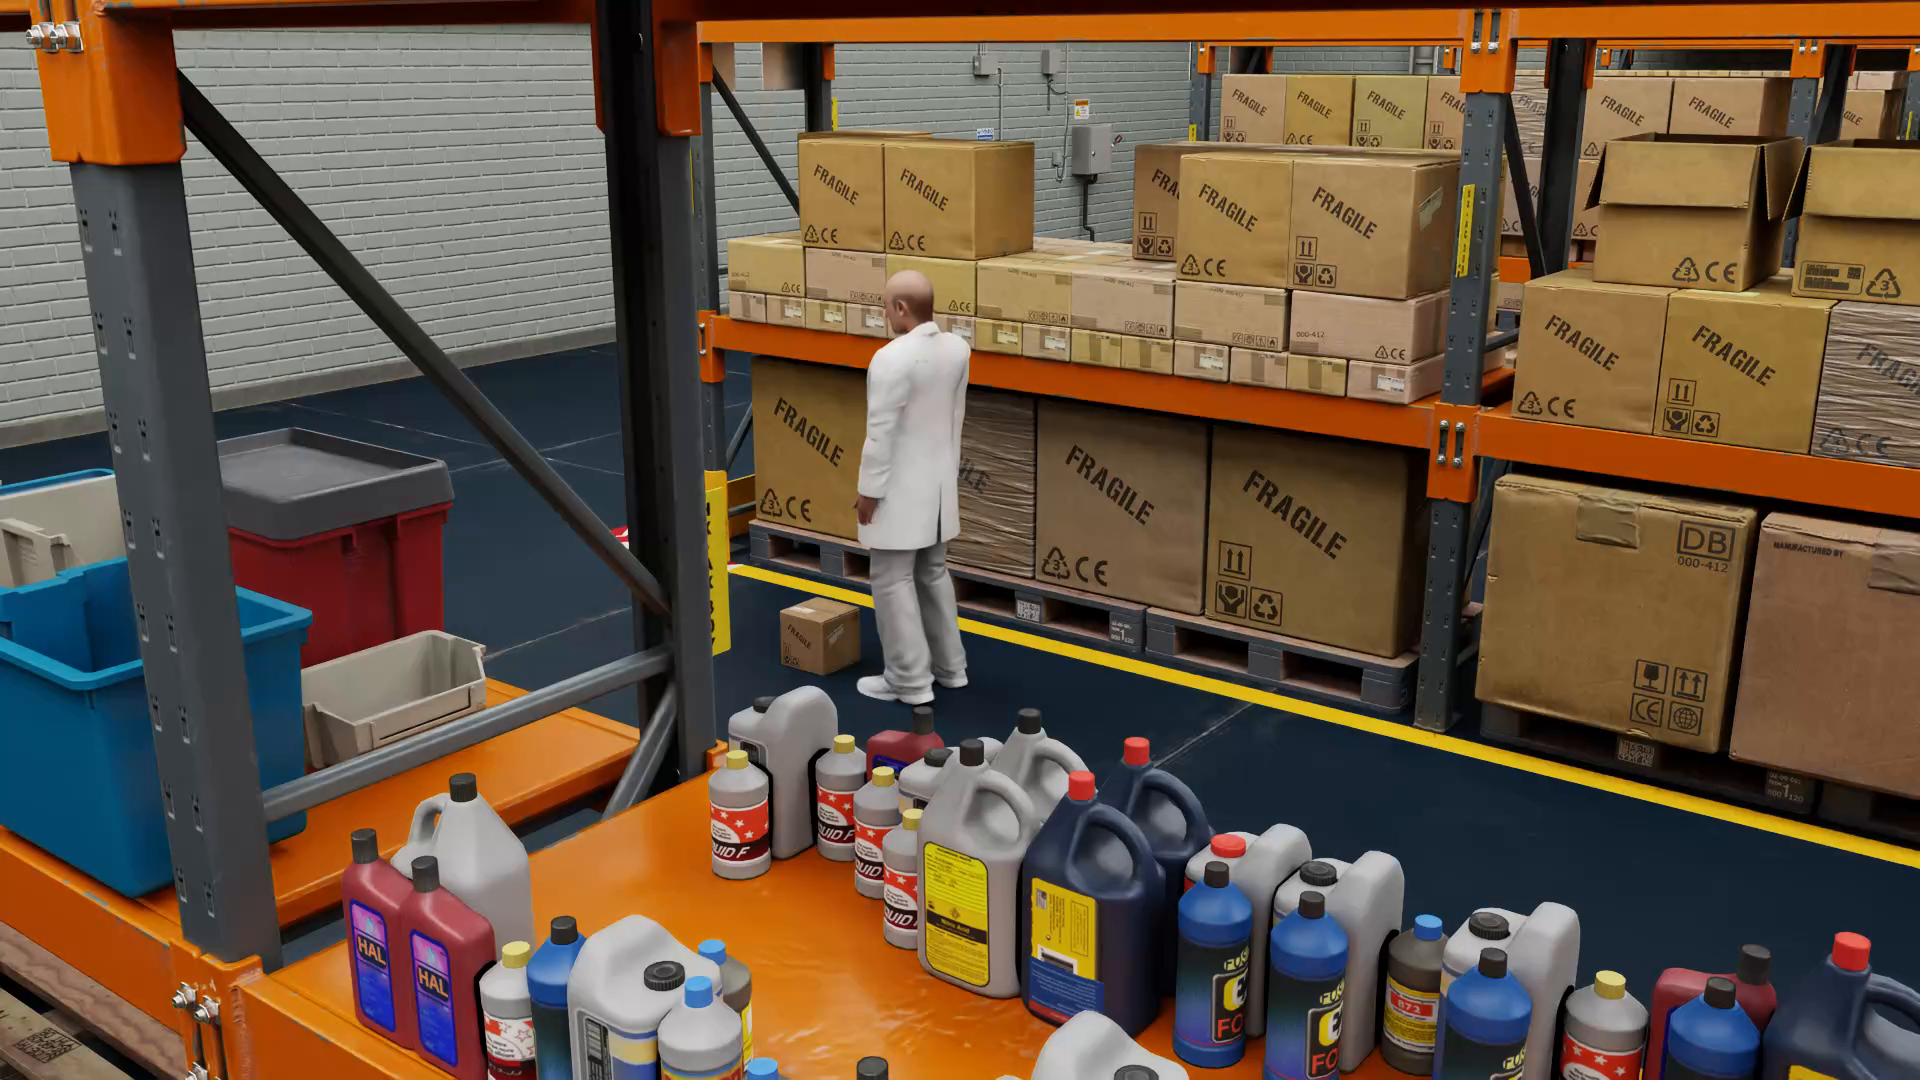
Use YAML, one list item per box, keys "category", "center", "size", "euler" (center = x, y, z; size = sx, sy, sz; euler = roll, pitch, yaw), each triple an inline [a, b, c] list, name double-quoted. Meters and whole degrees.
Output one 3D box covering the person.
- category: "person"
  center: [-0.216, -0.213, 6.815]
  size: [0.377, 1.782, 0.562]
  euler: [12, 20, 36]
